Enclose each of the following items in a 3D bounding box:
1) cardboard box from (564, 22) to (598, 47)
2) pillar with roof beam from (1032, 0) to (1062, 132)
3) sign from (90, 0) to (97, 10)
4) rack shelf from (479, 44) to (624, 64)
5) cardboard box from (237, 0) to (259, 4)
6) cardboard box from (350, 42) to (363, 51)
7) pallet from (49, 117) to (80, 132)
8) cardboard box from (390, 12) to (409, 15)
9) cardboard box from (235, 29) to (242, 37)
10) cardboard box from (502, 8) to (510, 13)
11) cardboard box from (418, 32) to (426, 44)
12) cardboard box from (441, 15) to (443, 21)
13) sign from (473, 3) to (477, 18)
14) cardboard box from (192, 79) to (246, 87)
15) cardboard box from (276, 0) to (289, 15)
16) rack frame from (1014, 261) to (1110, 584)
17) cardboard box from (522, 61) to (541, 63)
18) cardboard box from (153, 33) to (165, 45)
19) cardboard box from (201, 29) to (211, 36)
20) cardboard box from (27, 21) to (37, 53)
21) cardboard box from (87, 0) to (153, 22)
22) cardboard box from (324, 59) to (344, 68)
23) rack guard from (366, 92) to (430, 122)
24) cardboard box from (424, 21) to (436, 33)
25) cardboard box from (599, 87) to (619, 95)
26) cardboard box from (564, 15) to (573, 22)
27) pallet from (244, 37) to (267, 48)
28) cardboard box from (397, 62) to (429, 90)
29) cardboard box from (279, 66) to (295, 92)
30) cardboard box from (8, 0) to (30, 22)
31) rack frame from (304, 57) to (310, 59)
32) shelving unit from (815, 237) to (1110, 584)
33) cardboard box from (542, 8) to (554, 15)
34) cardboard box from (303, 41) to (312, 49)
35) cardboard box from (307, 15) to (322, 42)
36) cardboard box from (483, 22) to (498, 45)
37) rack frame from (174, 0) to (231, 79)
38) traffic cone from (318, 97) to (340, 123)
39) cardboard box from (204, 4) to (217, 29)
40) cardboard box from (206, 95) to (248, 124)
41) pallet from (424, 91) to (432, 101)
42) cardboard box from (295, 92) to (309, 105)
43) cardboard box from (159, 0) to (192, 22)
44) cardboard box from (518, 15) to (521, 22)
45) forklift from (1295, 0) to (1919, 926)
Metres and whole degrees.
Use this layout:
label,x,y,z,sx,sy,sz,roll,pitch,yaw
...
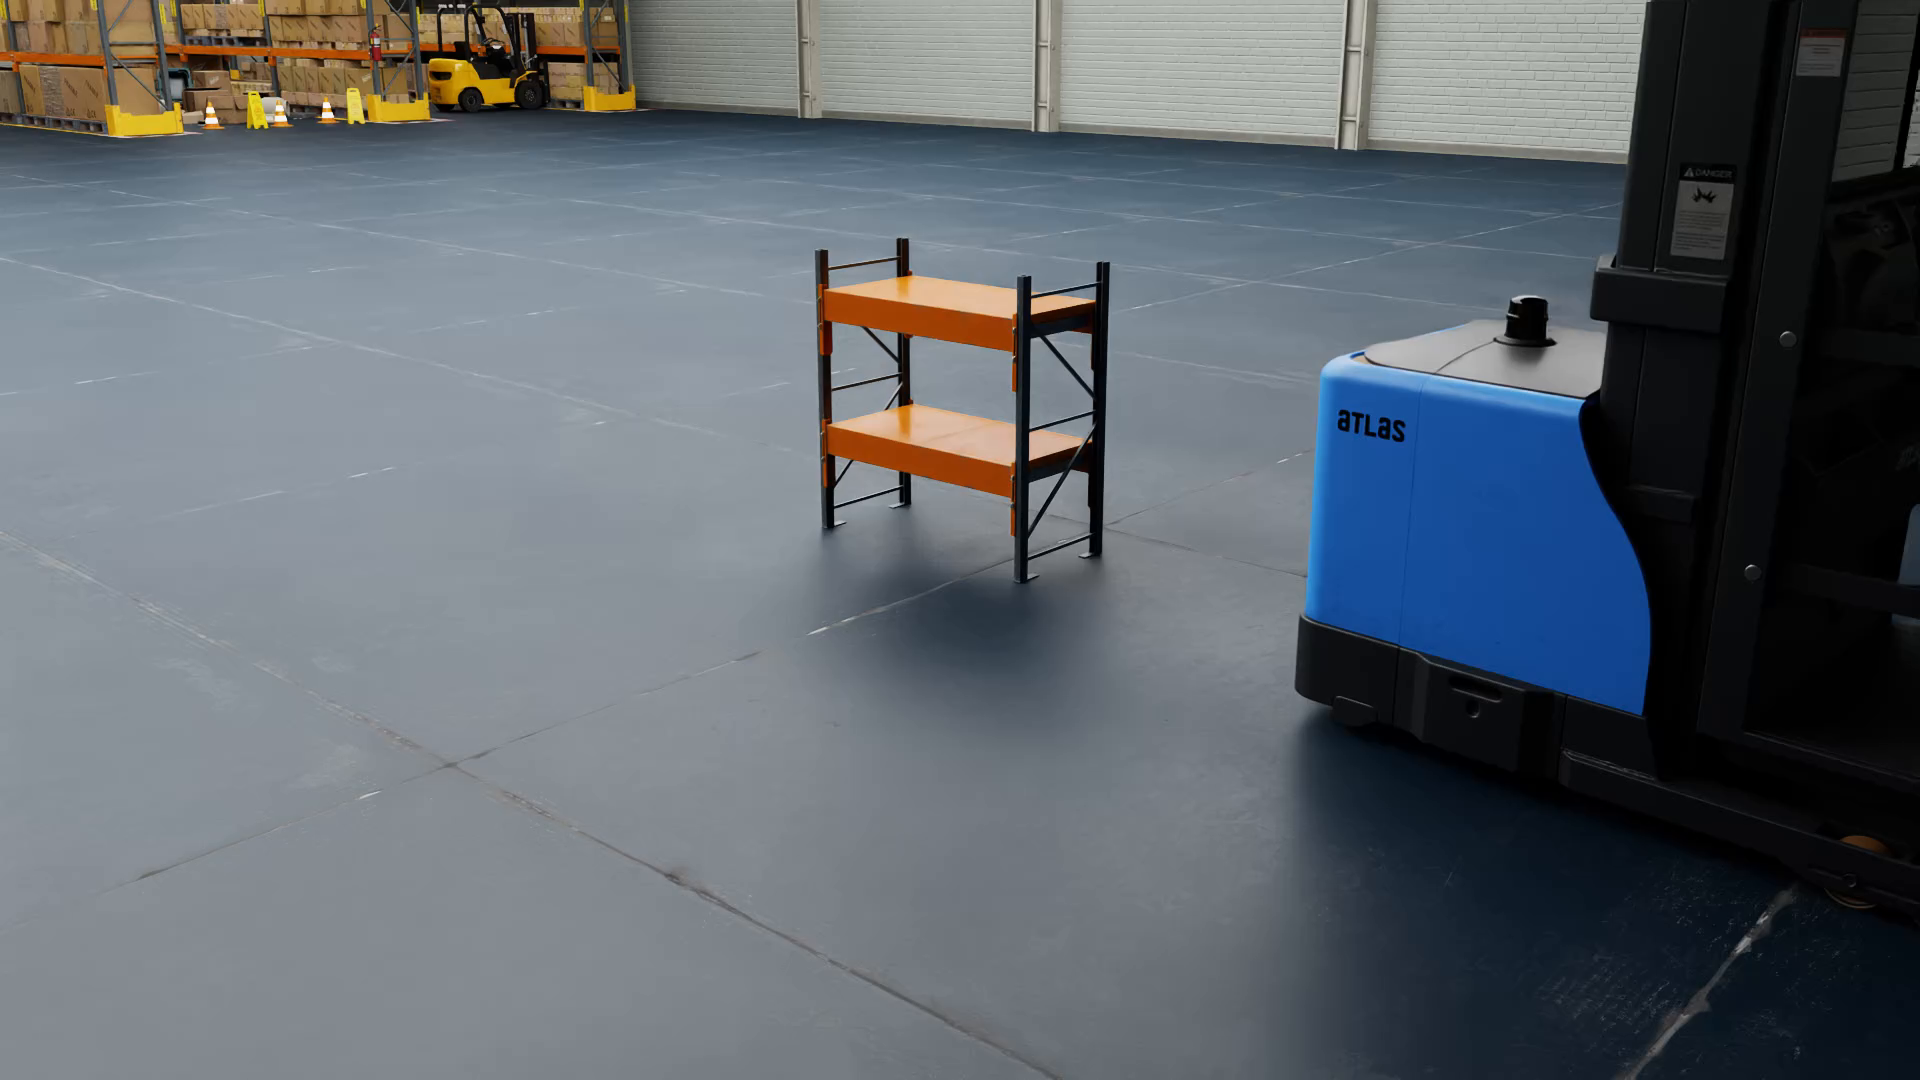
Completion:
label,x,y,z,sx,sy,sz,roll,pitch,yaw
cardboard box,-8.086,-10.790,35.487,0.500,0.500,0.500,14,23,38
pillar with roof beam,-1.348,-10.523,24.892,0.400,9.000,9.100,15,23,39
sign,-14.416,-8.984,27.655,0.005,0.325,0.100,15,23,39
rack shelf,-9.039,-10.762,36.752,4.000,0.370,1.077,15,23,39
cardboard box,-14.846,-11.258,34.704,0.250,0.149,0.380,14,22,38
cardboard box,-11.520,-9.512,32.040,0.250,0.149,0.380,15,23,39
pallet,-15.603,-7.498,29.888,1.213,0.211,1.003,15,23,39
cardboard box,-13.808,-12.696,40.798,0.500,0.500,0.500,16,24,42
cardboard box,-14.990,-10.655,34.946,0.250,0.149,0.380,15,23,40
cardboard box,-9.917,-11.717,36.845,0.250,0.149,0.380,16,23,40
cardboard box,-12.594,-11.889,39.364,0.500,0.250,0.500,14,22,38
cardboard box,-11.913,-12.131,38.640,0.250,0.149,0.380,15,23,40
sign,-10.888,-11.896,37.352,0.005,0.325,0.100,15,23,39
cardboard box,-16.403,-10.017,36.868,0.625,0.372,0.950,13,22,36
cardboard box,-13.274,-10.803,33.384,0.500,0.500,0.700,15,23,40
rack frame,0.375,-0.435,6.124,0.032,1.125,0.500,15,23,39
cardboard box,-9.626,-10.502,36.943,0.500,0.250,0.500,16,24,41
cardboard box,-17.762,-11.256,37.368,0.500,0.250,0.500,16,23,40
cardboard box,-16.144,-10.969,35.937,0.250,0.149,0.380,15,23,40
cardboard box,-16.327,-9.137,30.195,0.550,0.550,0.875,15,23,39
cardboard box,-14.297,-9.108,28.320,0.550,0.550,0.875,15,23,39
cardboard box,-12.308,-9.400,32.812,0.250,0.149,0.380,16,24,42
rack guard,-10.892,-8.403,32.263,0.348,0.500,1.175,15,23,39
cardboard box,-12.205,-12.025,38.965,0.500,0.250,0.500,15,23,40
cardboard box,-7.781,-9.735,36.180,0.500,0.250,0.500,15,23,39
cardboard box,-8.199,-11.111,35.425,0.250,0.149,0.380,16,23,40
pallet,-14.302,-10.477,34.984,1.213,0.211,1.003,15,23,39
cardboard box,-13.069,-11.249,40.330,0.625,0.625,0.875,16,24,41
cardboard box,-13.565,-9.450,34.041,0.500,0.500,0.500,16,24,42
cardboard box,-16.784,-9.746,30.331,0.550,0.550,0.875,15,23,39
rack frame,-16.518,-13.112,42.970,0.127,3.000,1.000,15,23,39
shelving unit,-0.005,-0.538,6.446,1.048,1.125,0.538,15,23,39
cardboard box,-8.775,-11.409,35.872,0.250,0.149,0.380,16,23,41
cardboard box,-12.854,-9.868,33.162,0.250,0.149,0.380,15,23,40
cardboard box,-12.534,-10.124,32.897,0.500,0.500,0.500,15,23,40
cardboard box,-10.376,-11.406,37.426,0.500,0.500,0.500,14,22,38
rack frame,-16.819,-11.186,36.898,0.127,3.000,1.000,15,23,39
traffic cone,-12.013,-8.165,31.573,0.334,0.463,0.336,15,23,39
cardboard box,-15.840,-11.224,35.669,0.500,0.500,0.500,16,23,40
cardboard box,-13.829,-8.169,31.521,0.637,0.503,0.797,0,18,2
pallet,-12.029,-10.561,39.540,1.213,0.211,1.003,15,23,39
cardboard box,-13.158,-8.988,33.824,0.500,0.250,0.500,17,24,42
cardboard box,-17.379,-11.754,36.872,0.500,0.500,0.500,14,23,38
cardboard box,-9.533,-11.476,36.576,0.250,0.149,0.380,14,22,38
forklift,2.399,-0.669,3.875,3.031,2.935,1.130,17,24,42
